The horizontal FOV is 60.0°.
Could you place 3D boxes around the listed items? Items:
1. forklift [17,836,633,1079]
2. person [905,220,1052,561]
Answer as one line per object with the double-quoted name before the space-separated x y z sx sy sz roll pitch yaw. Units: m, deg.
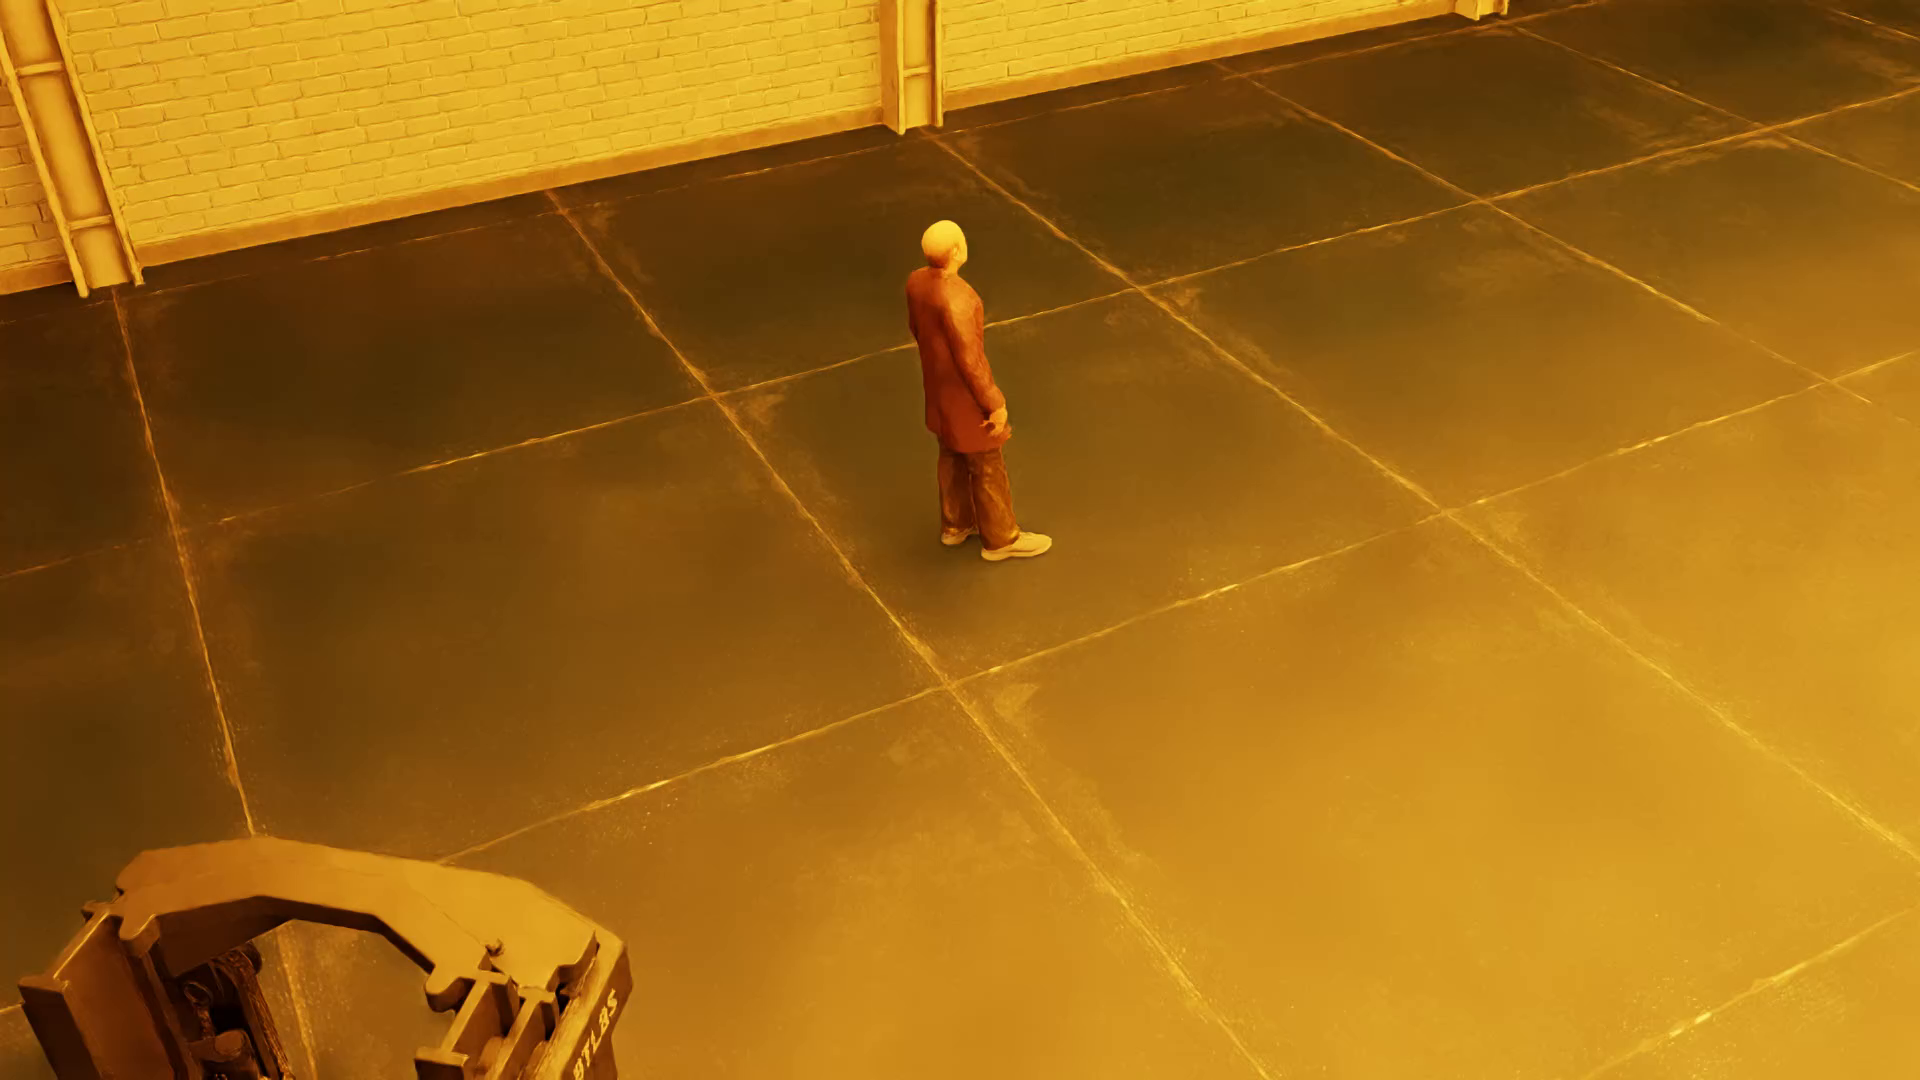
"forklift" -1.177 2.123 3.119 1.130 2.935 3.031 7 36 10
"person" 0.083 -0.754 8.177 0.580 1.776 0.694 -17 39 -23
